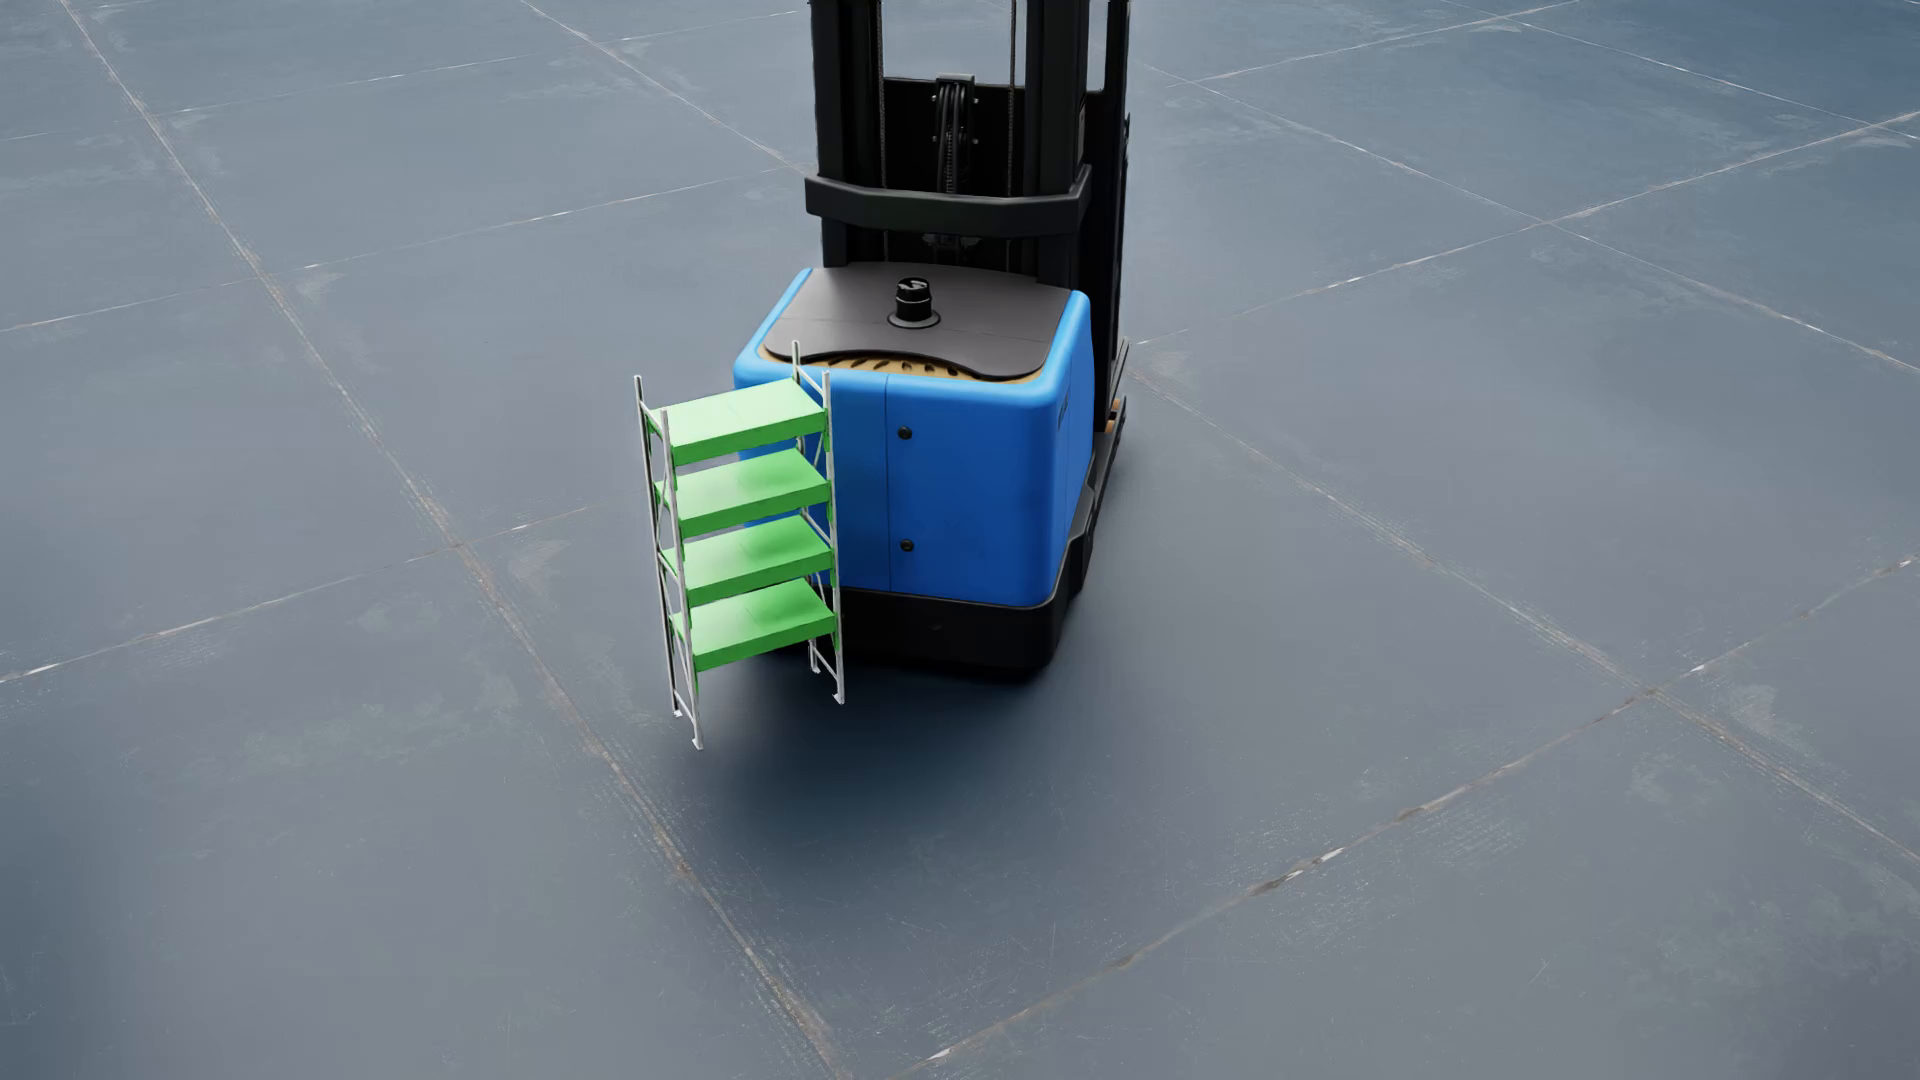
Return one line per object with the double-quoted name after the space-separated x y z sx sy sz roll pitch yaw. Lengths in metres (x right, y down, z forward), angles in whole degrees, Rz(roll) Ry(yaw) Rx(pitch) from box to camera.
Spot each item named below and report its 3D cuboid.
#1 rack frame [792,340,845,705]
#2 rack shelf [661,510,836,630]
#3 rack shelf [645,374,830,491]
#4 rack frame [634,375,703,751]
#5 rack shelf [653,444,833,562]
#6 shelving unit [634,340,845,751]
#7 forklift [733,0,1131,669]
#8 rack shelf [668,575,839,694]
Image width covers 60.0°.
-0.437 -0.029 5.171 0.015 1.200 0.240 -16 36 -23 "rack frame"
-0.652 0.087 5.108 0.480 0.148 0.258 -16 36 -23 "rack shelf"
-0.652 -0.319 4.852 0.480 0.148 0.258 -16 36 -23 "rack shelf"
-0.868 0.094 4.976 0.015 1.200 0.240 -16 36 -23 "rack frame"
-0.652 -0.116 4.980 0.480 0.148 0.258 -16 36 -23 "rack shelf"
-0.652 0.033 5.074 0.503 1.200 0.258 -16 36 -23 "shelving unit"
0.079 -1.592 6.027 1.130 2.935 3.031 6 33 10 "forklift"
-0.652 0.290 5.236 0.480 0.148 0.258 -16 36 -23 "rack shelf"
